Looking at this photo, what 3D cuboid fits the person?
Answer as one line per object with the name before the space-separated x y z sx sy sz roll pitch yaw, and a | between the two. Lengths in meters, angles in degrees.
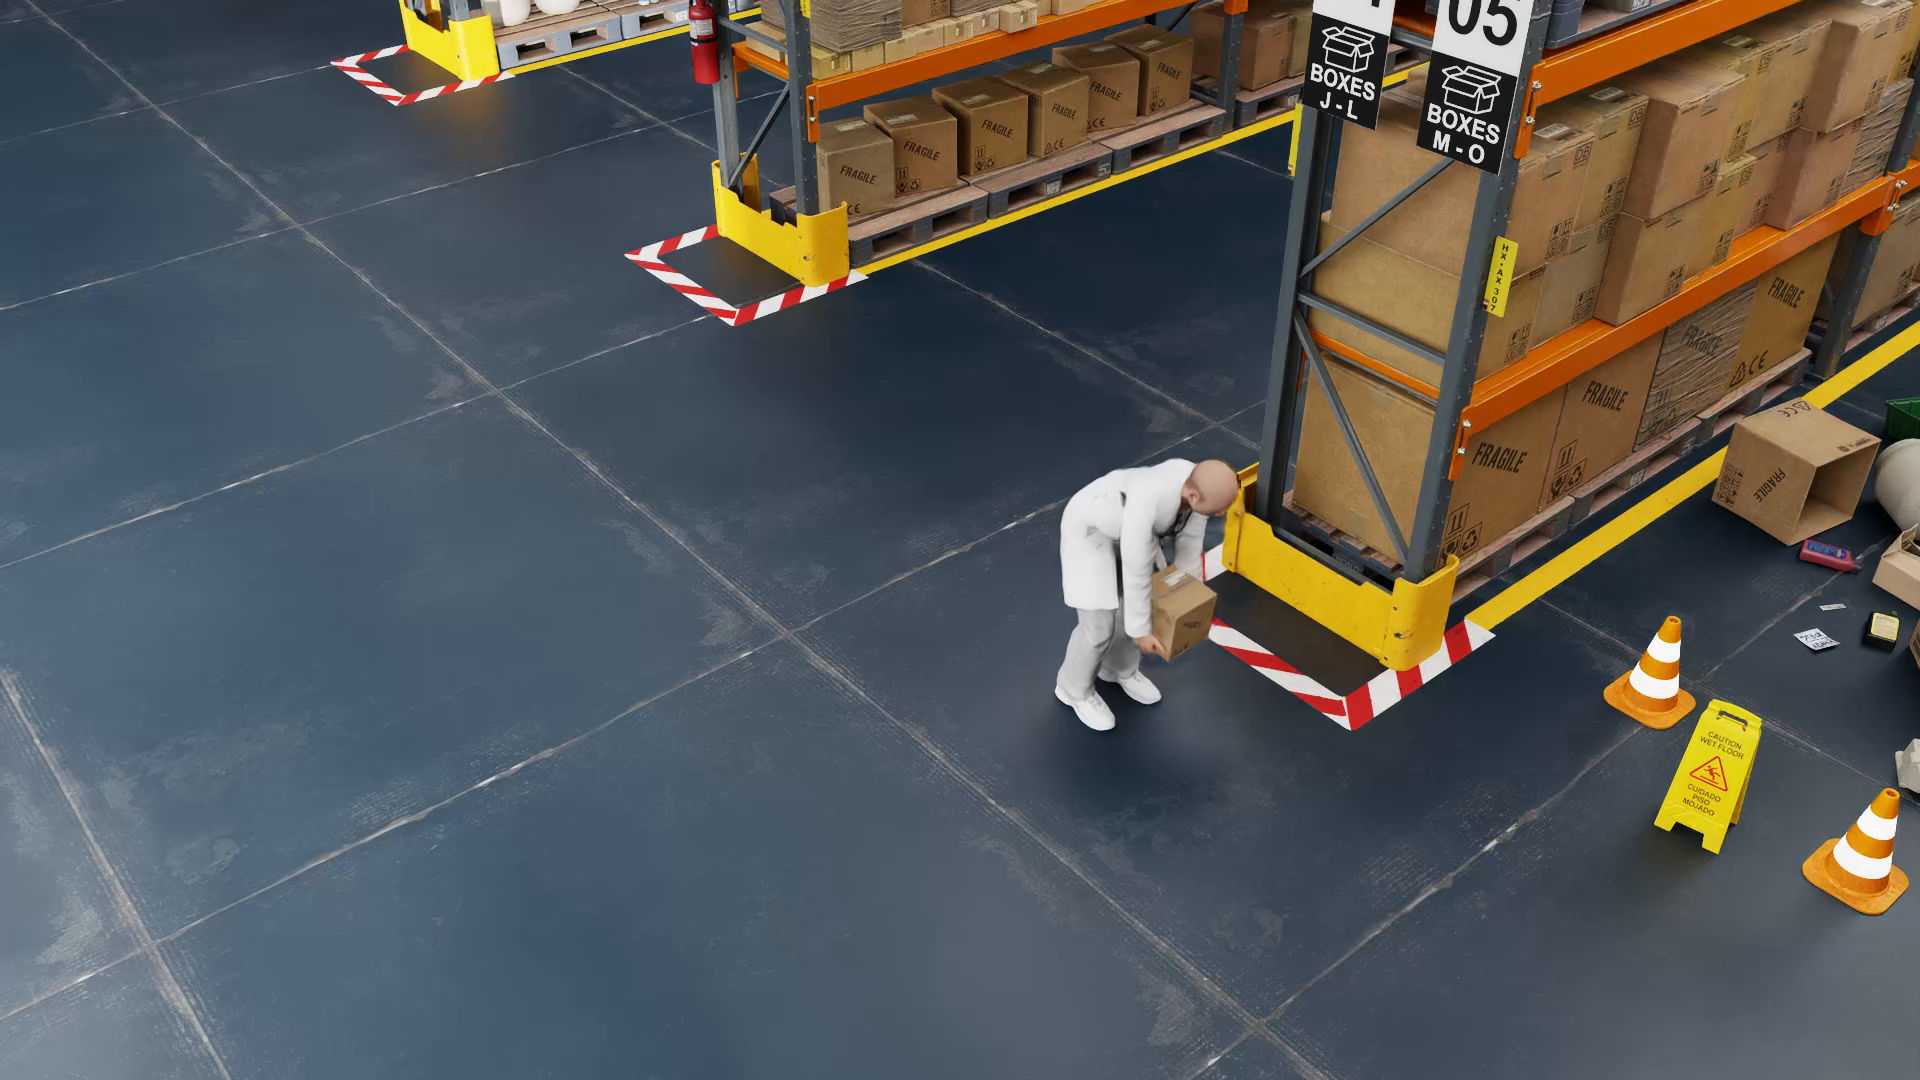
person | 0.781 0.191 7.063 0.549 1.507 0.816 -27 43 -33
